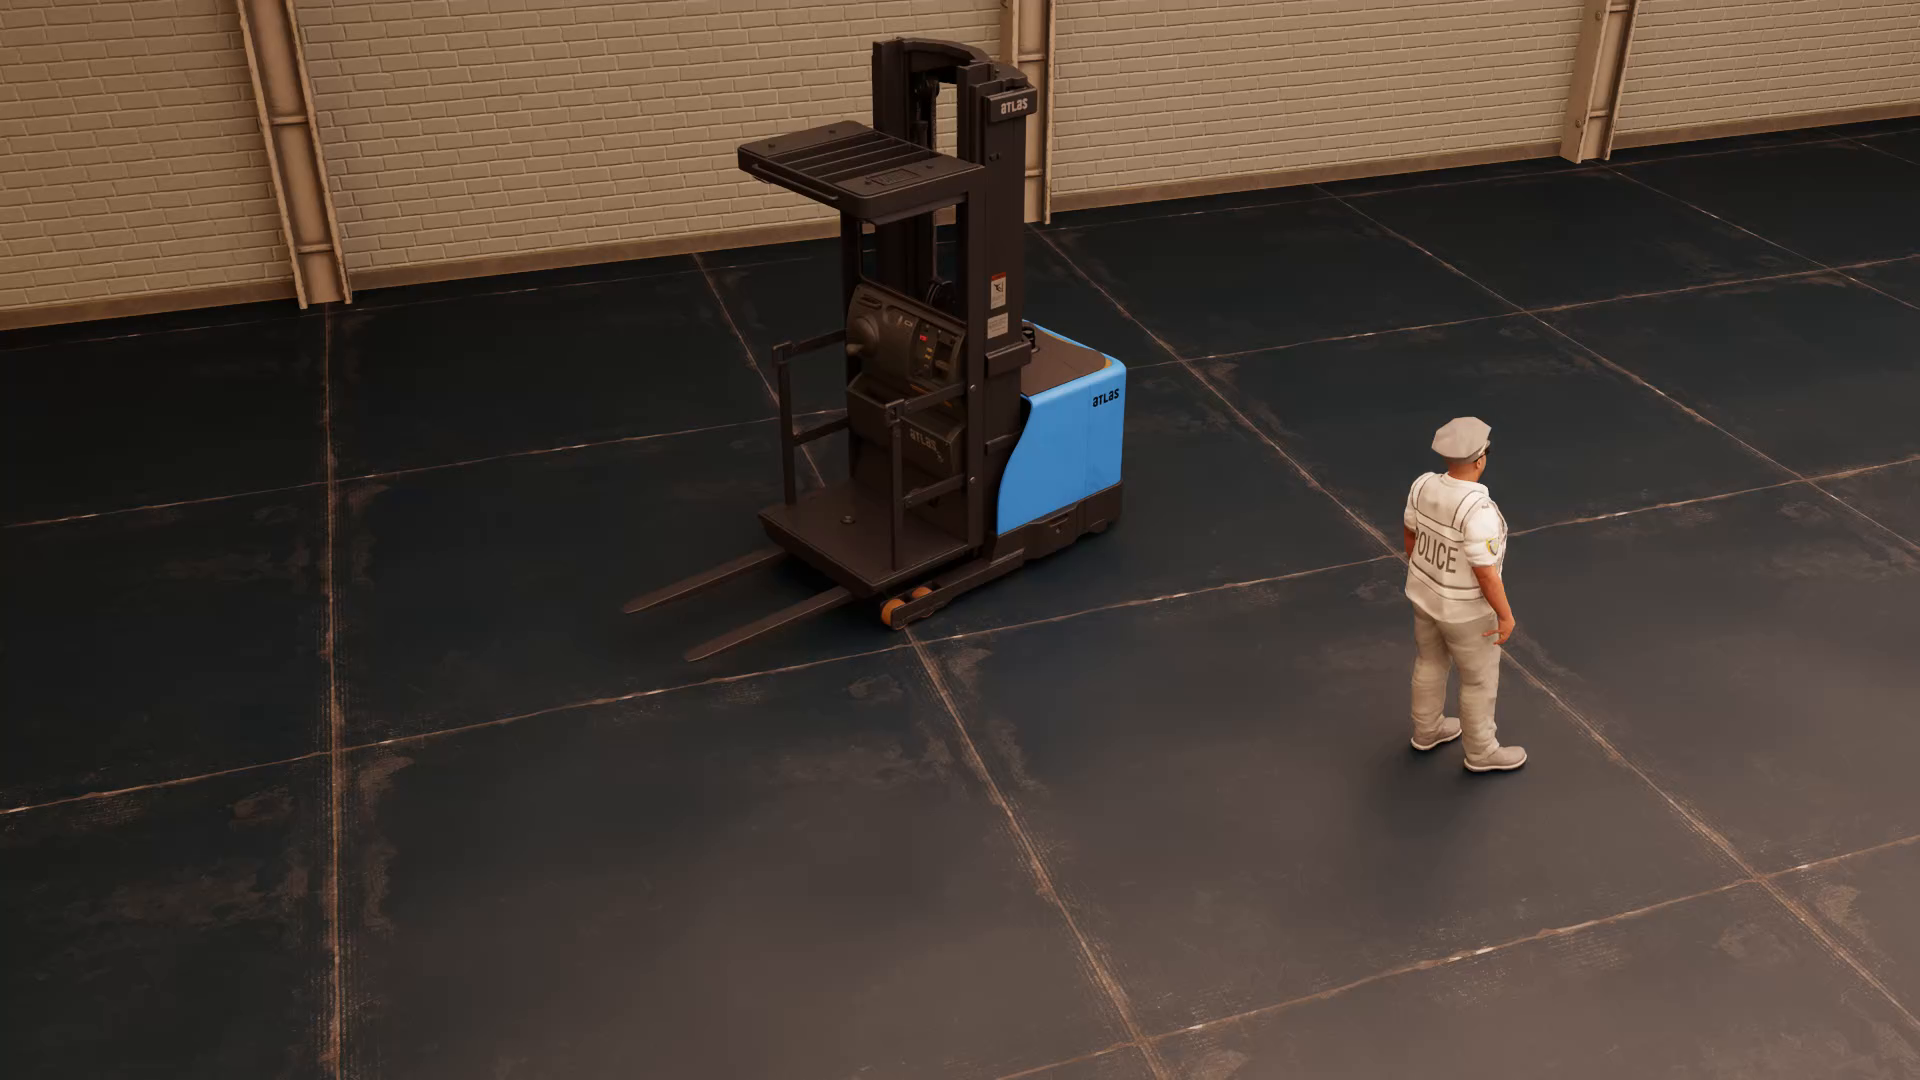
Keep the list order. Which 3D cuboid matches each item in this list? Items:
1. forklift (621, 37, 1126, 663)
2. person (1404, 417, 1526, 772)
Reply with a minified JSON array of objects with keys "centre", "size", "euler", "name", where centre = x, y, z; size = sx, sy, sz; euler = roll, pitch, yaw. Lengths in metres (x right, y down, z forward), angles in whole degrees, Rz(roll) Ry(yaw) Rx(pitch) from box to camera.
[{"centre":[-0.461,-1.072,8.951],"size":[3.031,2.935,1.130],"euler":[-23,37,-34],"name":"forklift"},{"centre":[2.389,0.243,7.801],"size":[0.573,1.782,0.643],"euler":[-15,33,-24],"name":"person"}]
